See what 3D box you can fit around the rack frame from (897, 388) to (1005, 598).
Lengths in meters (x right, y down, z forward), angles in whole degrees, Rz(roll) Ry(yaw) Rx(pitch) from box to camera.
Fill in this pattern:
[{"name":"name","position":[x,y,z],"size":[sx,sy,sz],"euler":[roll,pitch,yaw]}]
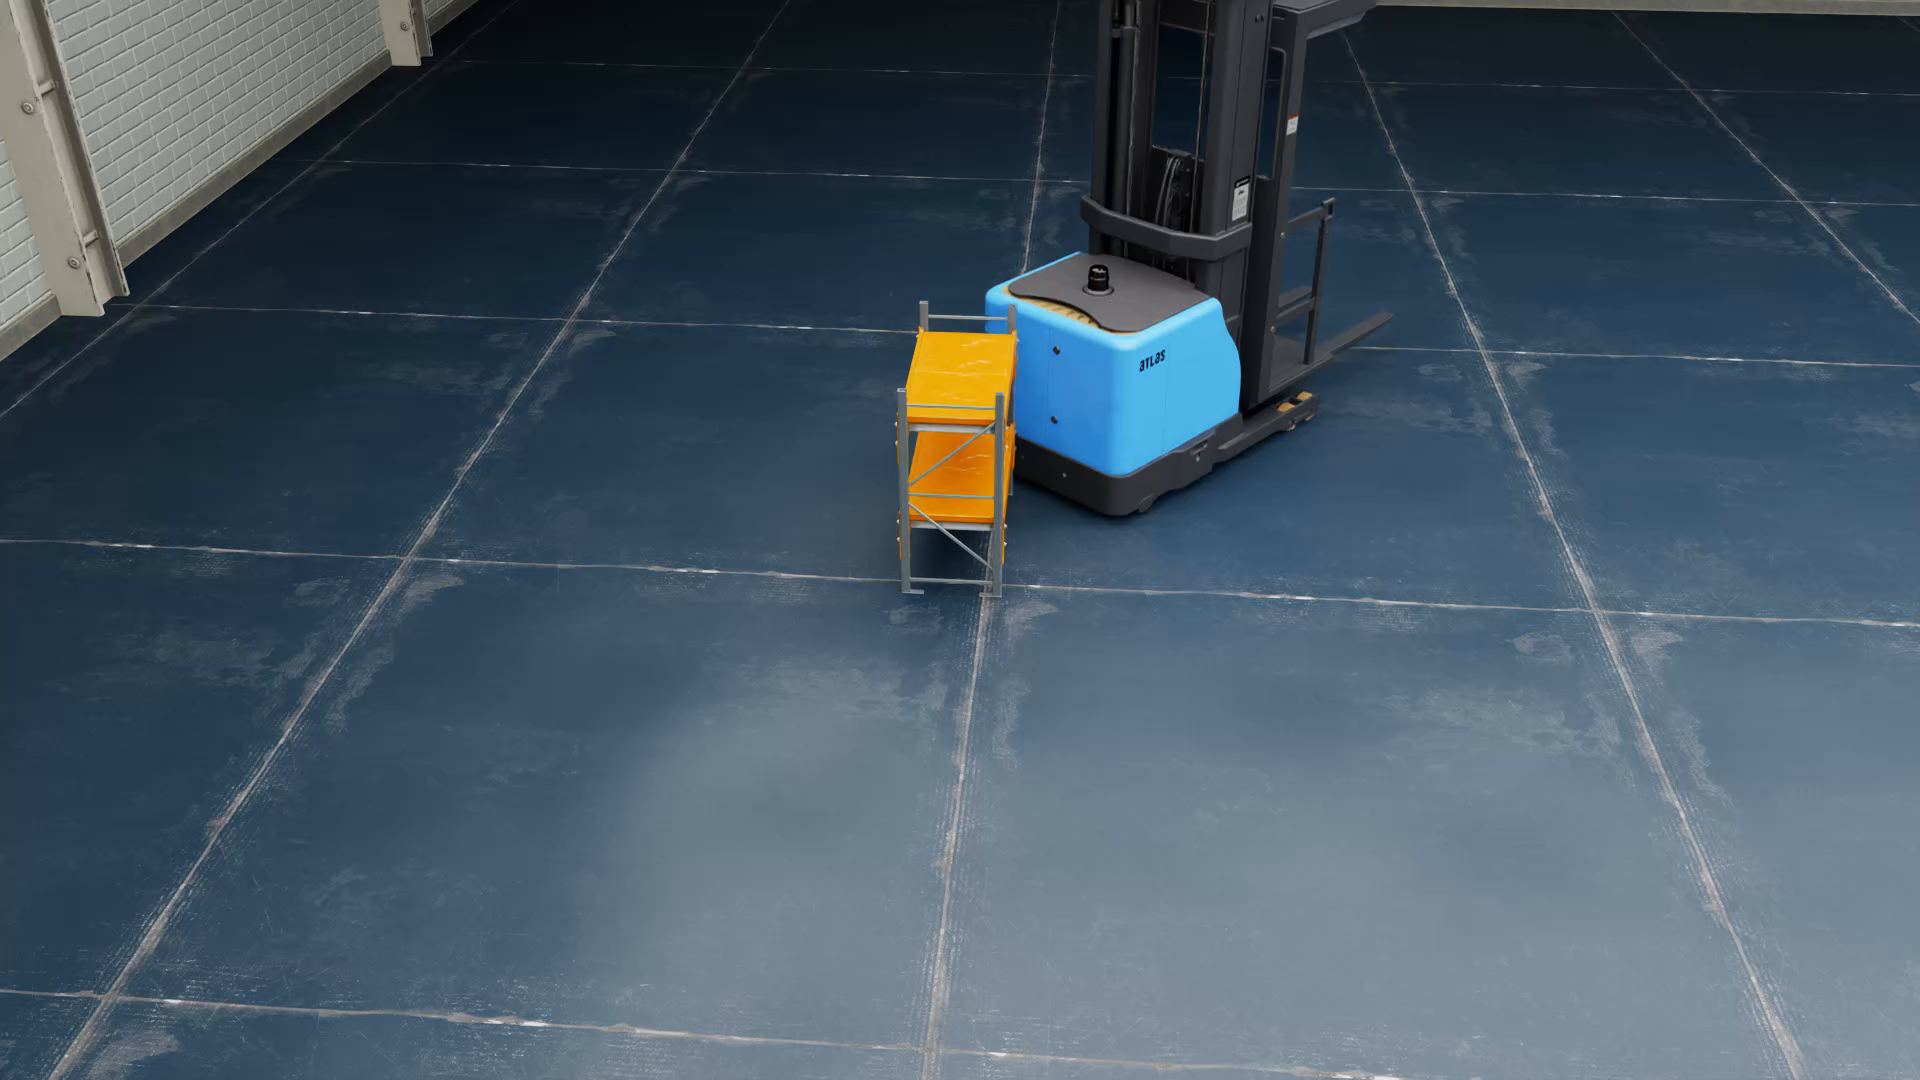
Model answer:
[{"name":"rack frame","position":[-0.042,-0.210,8.018],"size":[0.500,1.125,0.032],"euler":[2,32,4]}]

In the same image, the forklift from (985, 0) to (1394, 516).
[{"name":"forklift","position":[1.501,-2.053,9.288],"size":[1.130,2.935,3.031],"euler":[27,40,36]}]

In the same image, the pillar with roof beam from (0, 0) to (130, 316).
[{"name":"pillar with roof beam","position":[-1.630,-5.263,8.713],"size":[9.100,9.000,0.400],"euler":[2,32,4]}]

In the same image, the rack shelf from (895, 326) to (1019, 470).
[{"name":"rack shelf","position":[-0.001,-0.725,8.296],"size":[0.538,0.278,1.000],"euler":[2,32,4]}]

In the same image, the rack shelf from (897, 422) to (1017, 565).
[{"name":"rack shelf","position":[-0.001,-0.267,8.577],"size":[0.538,0.278,1.000],"euler":[2,32,4]}]

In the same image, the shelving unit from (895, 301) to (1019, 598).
[{"name":"shelving unit","position":[-0.001,-0.475,8.449],"size":[0.538,1.125,1.048],"euler":[2,32,4]}]

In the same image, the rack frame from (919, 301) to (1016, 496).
[{"name":"rack frame","position":[0.041,-0.741,8.880],"size":[0.500,1.125,0.032],"euler":[2,32,4]}]

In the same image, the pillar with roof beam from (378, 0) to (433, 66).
[{"name":"pillar with roof beam","position":[-1.141,-8.400,13.804],"size":[9.100,9.000,0.400],"euler":[2,32,4]}]
